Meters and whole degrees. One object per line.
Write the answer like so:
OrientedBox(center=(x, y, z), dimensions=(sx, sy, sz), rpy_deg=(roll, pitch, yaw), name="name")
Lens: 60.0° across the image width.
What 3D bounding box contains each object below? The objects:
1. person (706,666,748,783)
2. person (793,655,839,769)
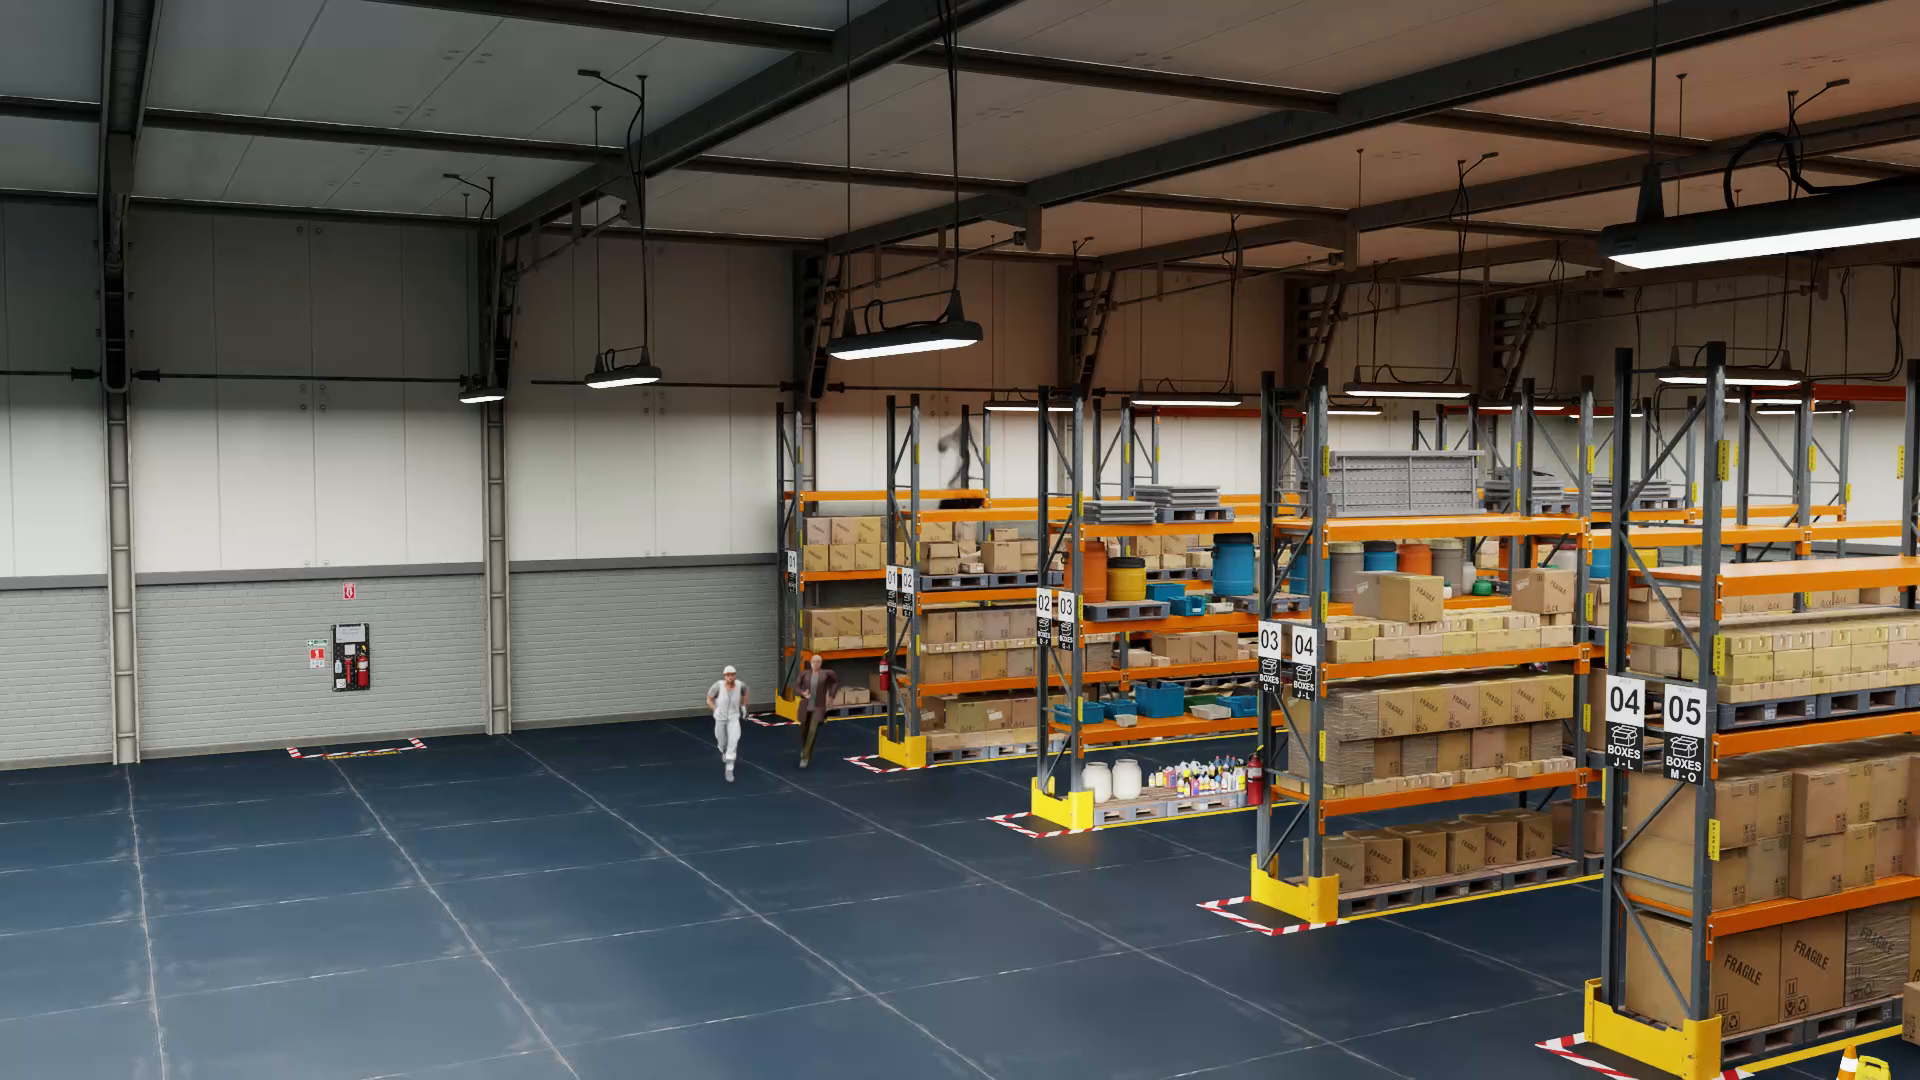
OrientedBox(center=(-3.637, 2.818, 26.008), dimensions=(0.660, 1.772, 1.132), rpy_deg=(-1, 3, -11), name="person")
OrientedBox(center=(-2.349, 2.740, 26.969), dimensions=(0.719, 1.776, 1.057), rpy_deg=(0, 3, 5), name="person")
